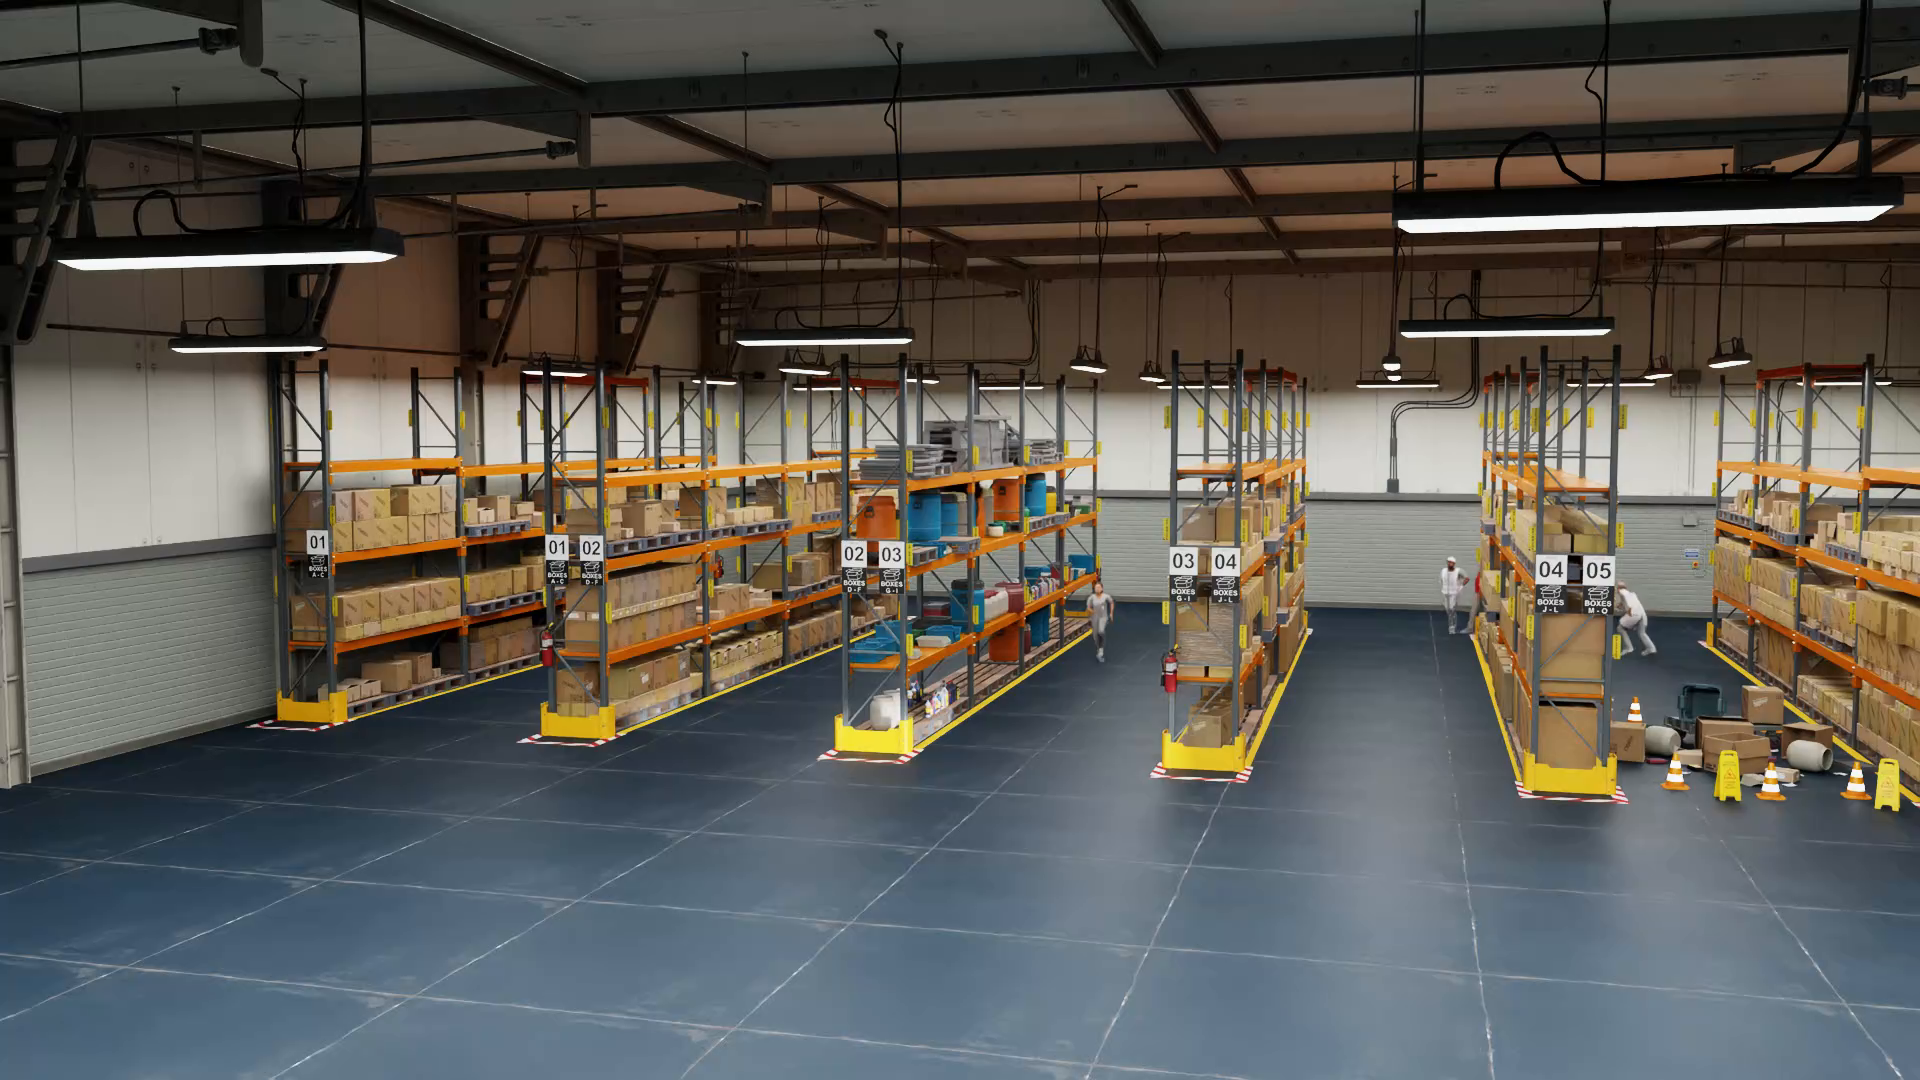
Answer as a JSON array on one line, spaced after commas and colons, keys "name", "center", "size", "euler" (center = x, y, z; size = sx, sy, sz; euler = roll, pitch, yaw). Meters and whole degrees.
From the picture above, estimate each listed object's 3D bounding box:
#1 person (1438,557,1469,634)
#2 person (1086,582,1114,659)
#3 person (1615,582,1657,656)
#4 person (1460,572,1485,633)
[{"name": "person", "center": [11.559, 1.303, 39.185], "size": [0.656, 1.826, 0.703], "euler": [3, 5, 40]}, {"name": "person", "center": [2.886, 1.671, 34.354], "size": [0.534, 1.631, 0.793], "euler": [1, 4, 14]}, {"name": "person", "center": [14.383, 1.706, 35.333], "size": [0.695, 1.564, 1.219], "euler": [-2, 5, -27]}, {"name": "person", "center": [12.207, 1.344, 39.024], "size": [0.980, 1.674, 0.657], "euler": [-3, 5, -35]}]
